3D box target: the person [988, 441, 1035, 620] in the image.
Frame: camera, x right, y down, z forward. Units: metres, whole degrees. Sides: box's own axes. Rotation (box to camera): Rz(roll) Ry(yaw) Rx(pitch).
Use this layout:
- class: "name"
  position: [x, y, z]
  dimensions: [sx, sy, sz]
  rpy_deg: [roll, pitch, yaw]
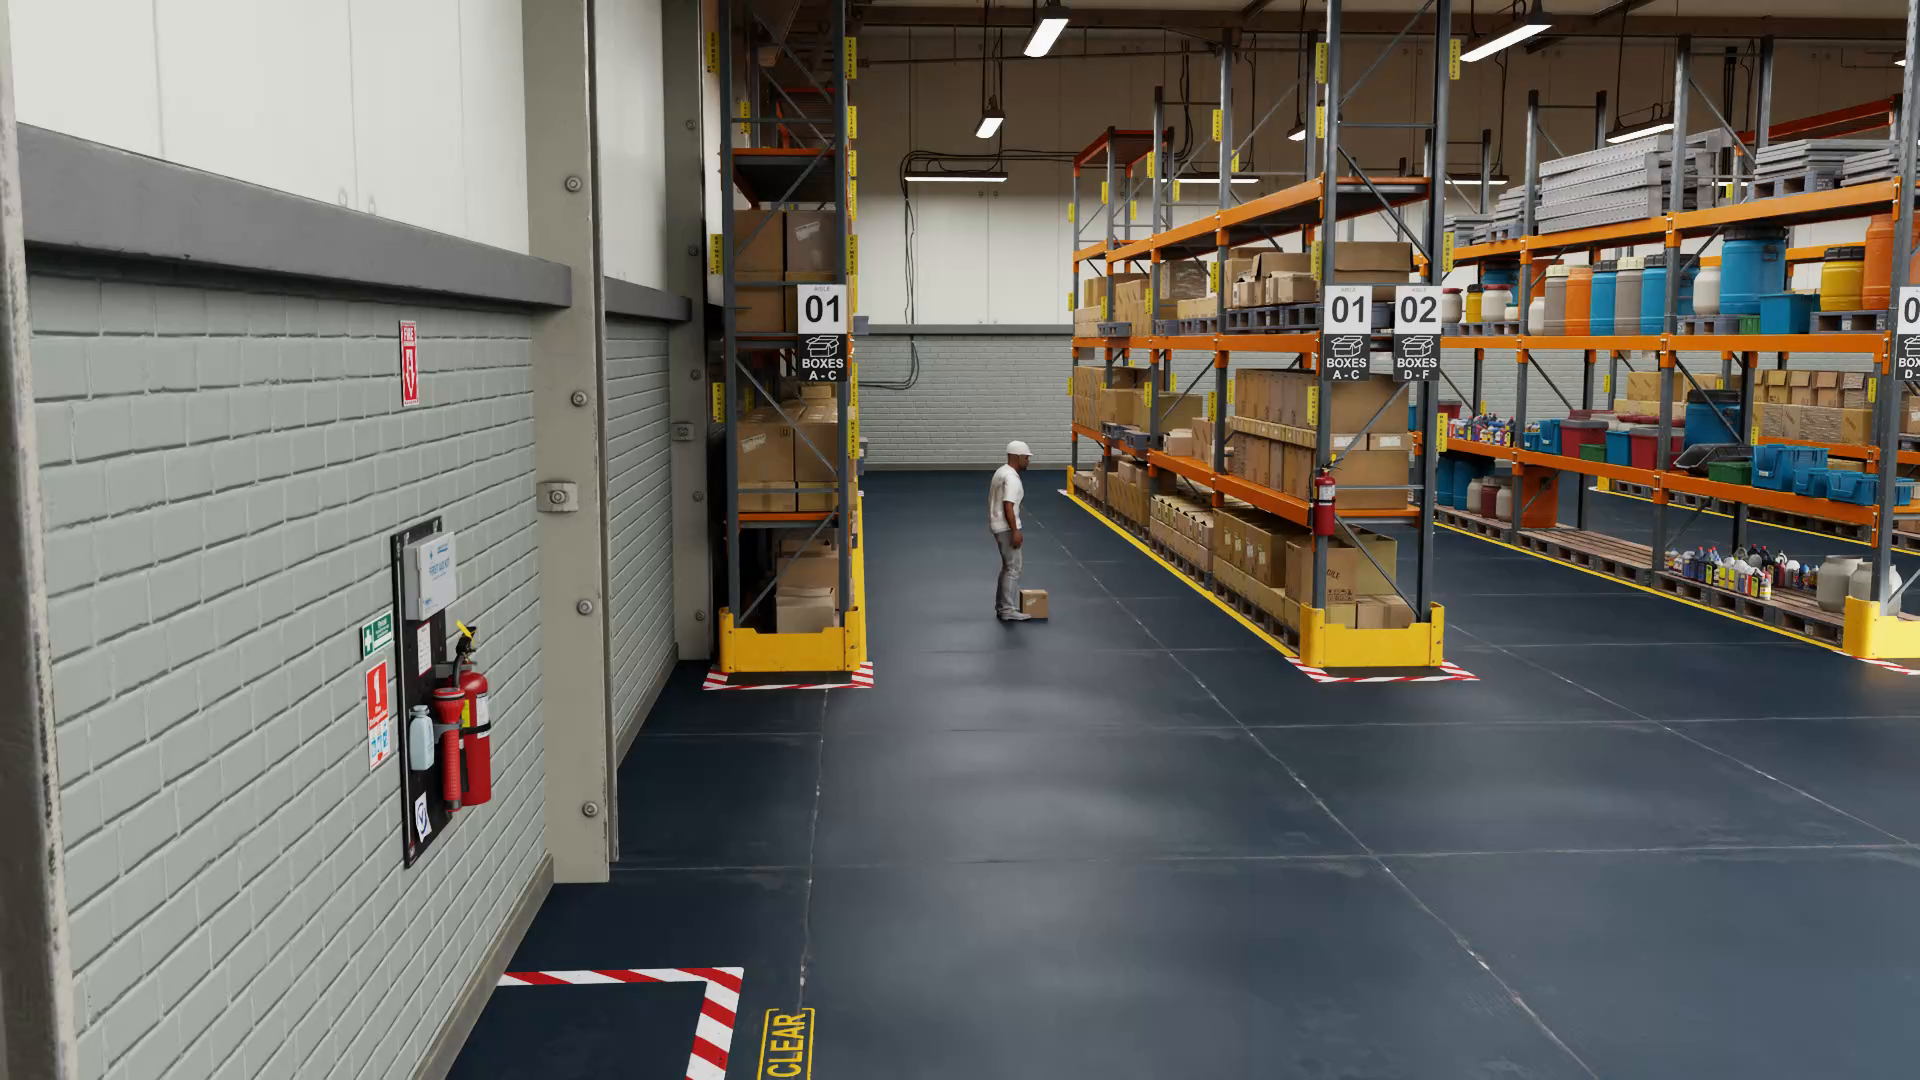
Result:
- class: "person"
  position: [0.513, -0.105, 16.545]
  dimensions: [0.456, 1.761, 0.626]
  rpy_deg: [0, 7, -4]
